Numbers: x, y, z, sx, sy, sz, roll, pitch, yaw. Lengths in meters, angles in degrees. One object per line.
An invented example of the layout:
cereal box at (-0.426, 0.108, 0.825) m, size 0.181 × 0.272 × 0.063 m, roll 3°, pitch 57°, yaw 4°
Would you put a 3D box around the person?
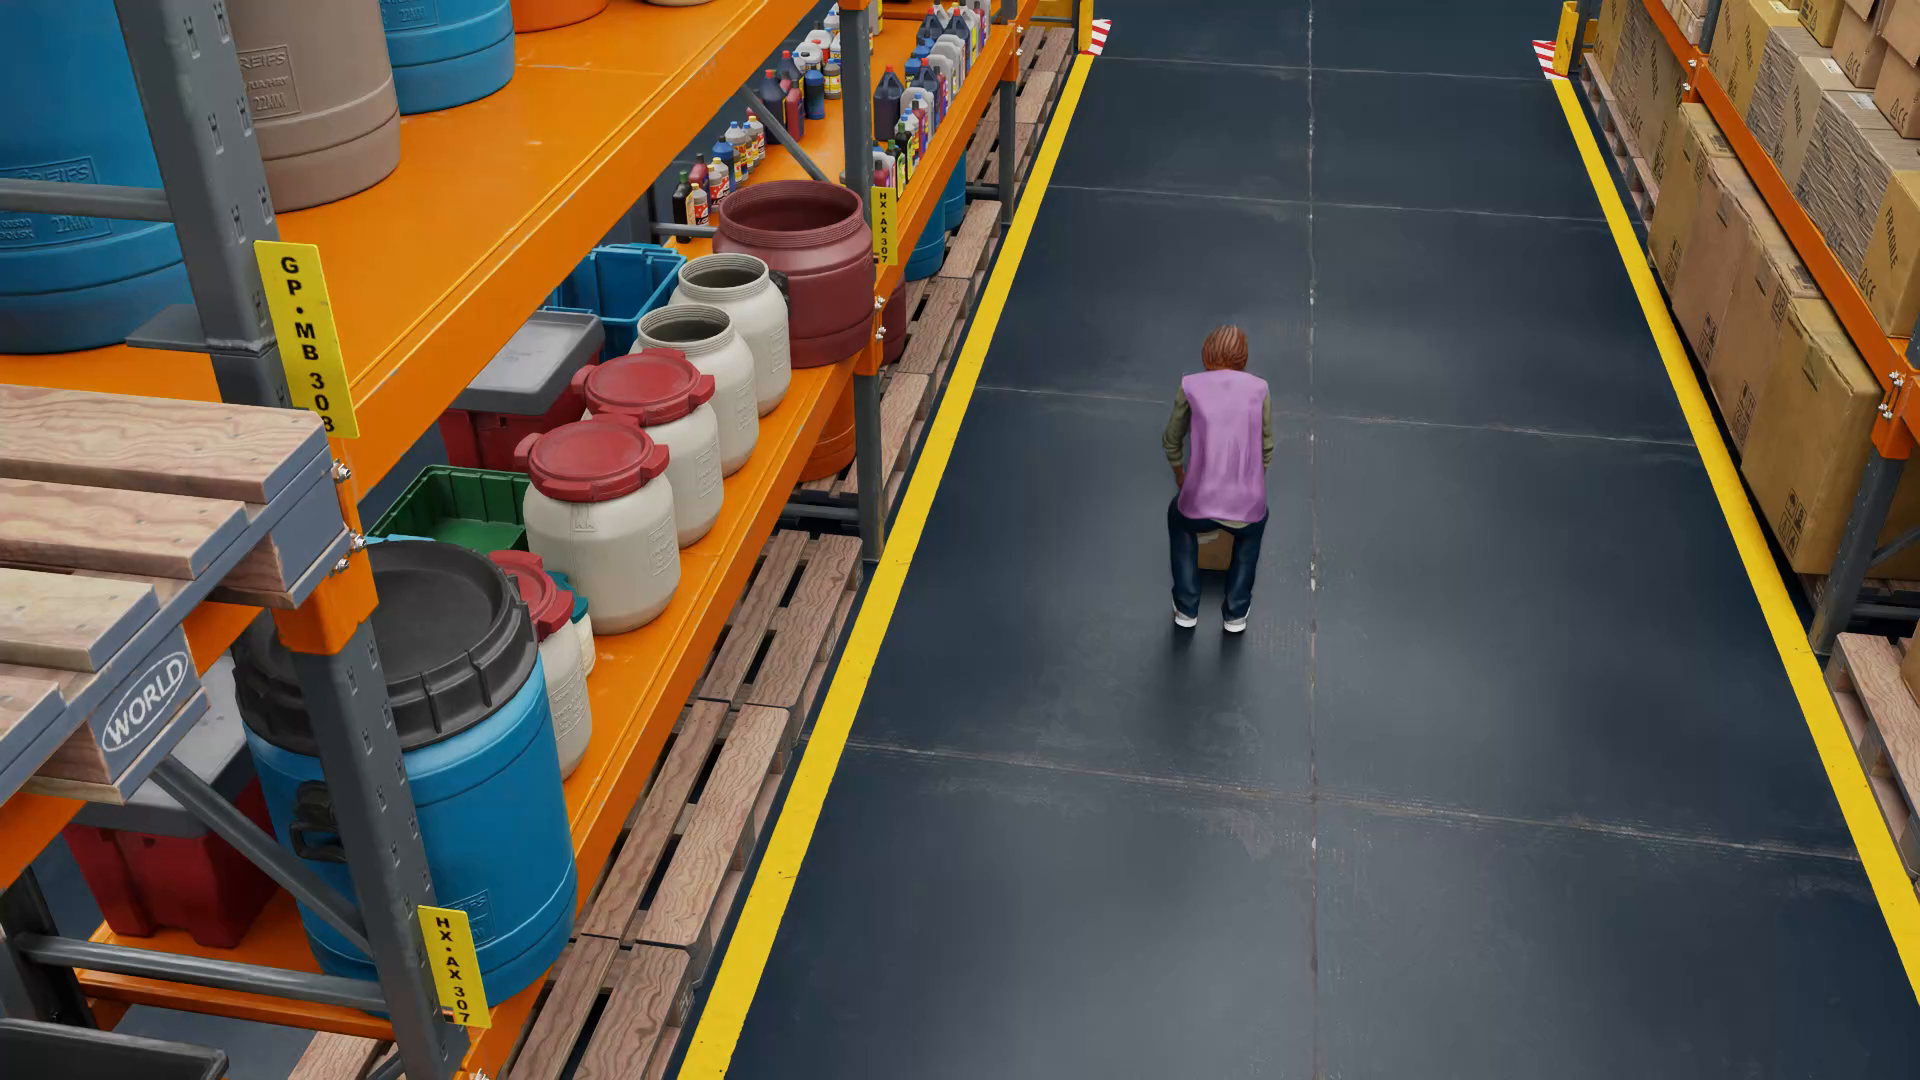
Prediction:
person at (1.047, -0.212, 6.848) m, size 0.462 × 1.200 × 0.701 m, roll 5°, pitch 33°, yaw 8°
